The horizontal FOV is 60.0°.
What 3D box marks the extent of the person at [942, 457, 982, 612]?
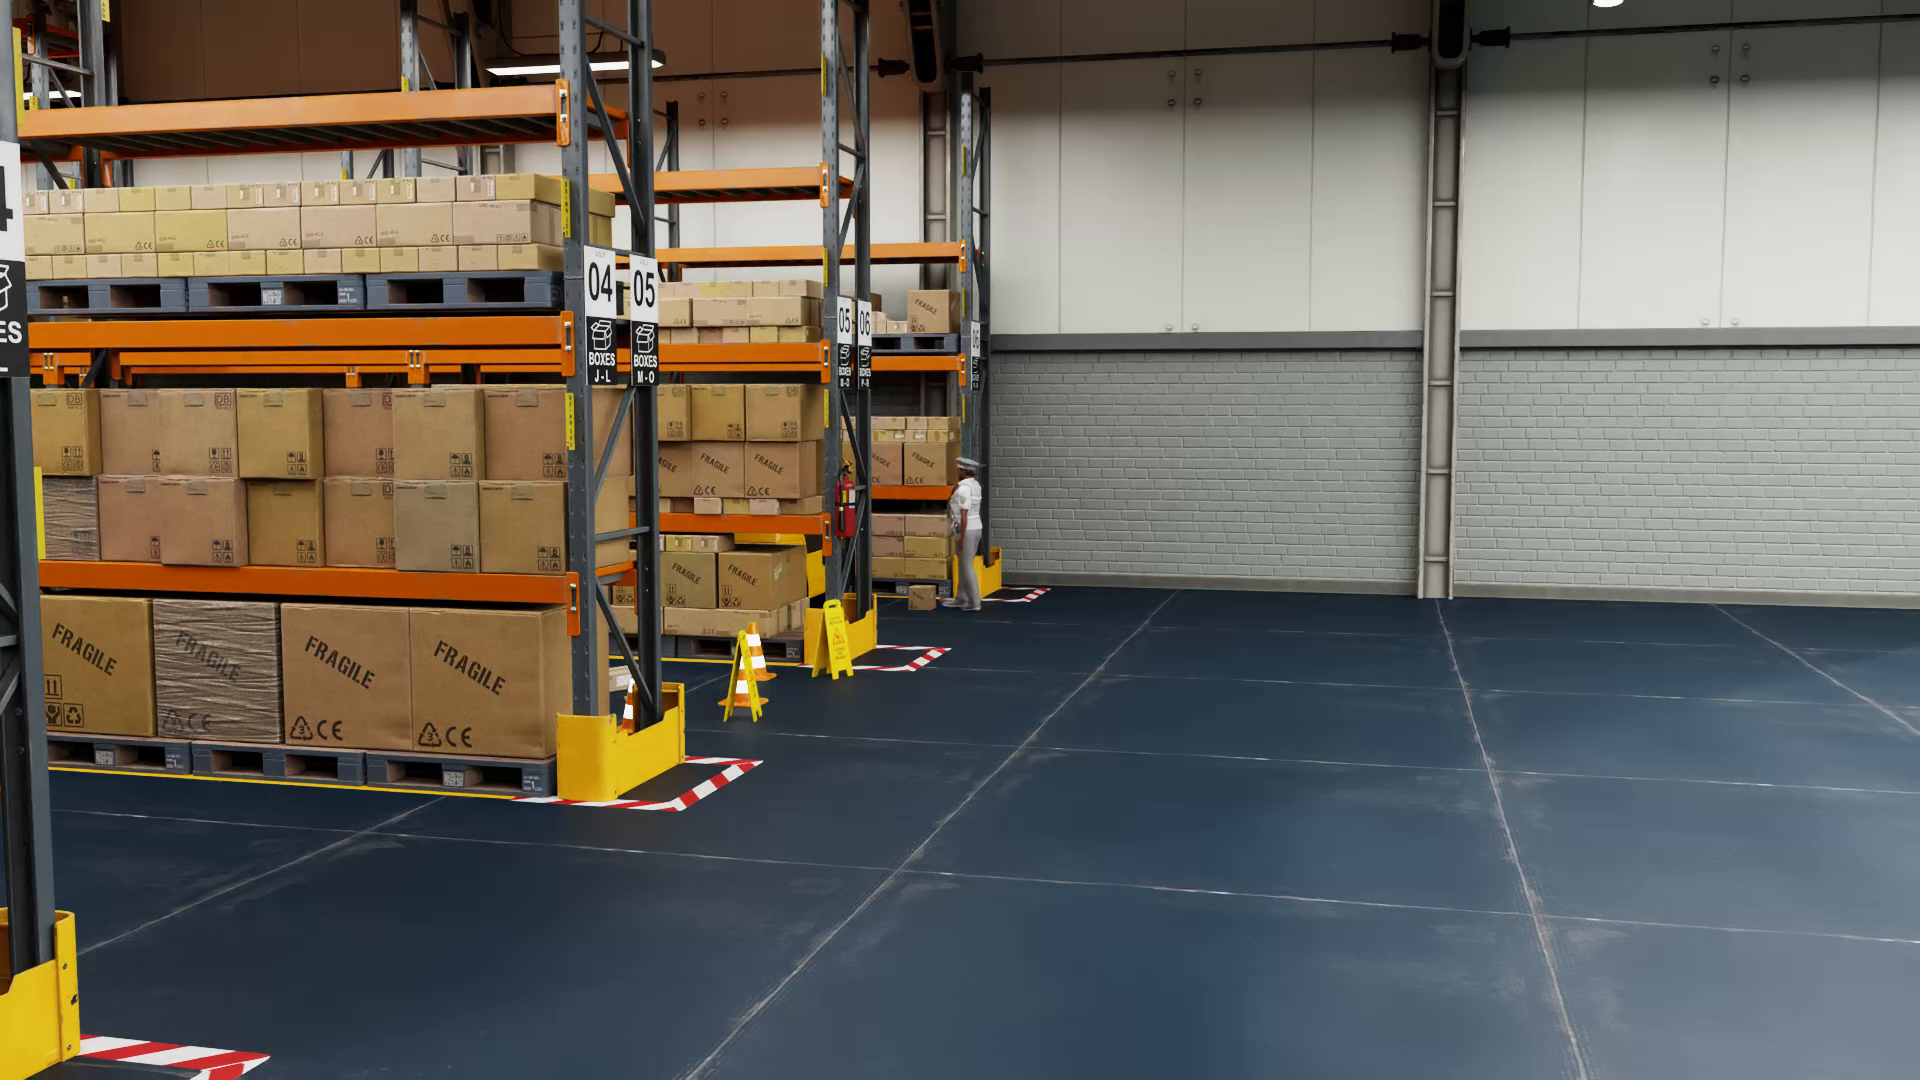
[{"bbox_3d":[0.016,-0.067,18.214,0.529,1.688,0.455,2,5,22],"label":"person"}]
